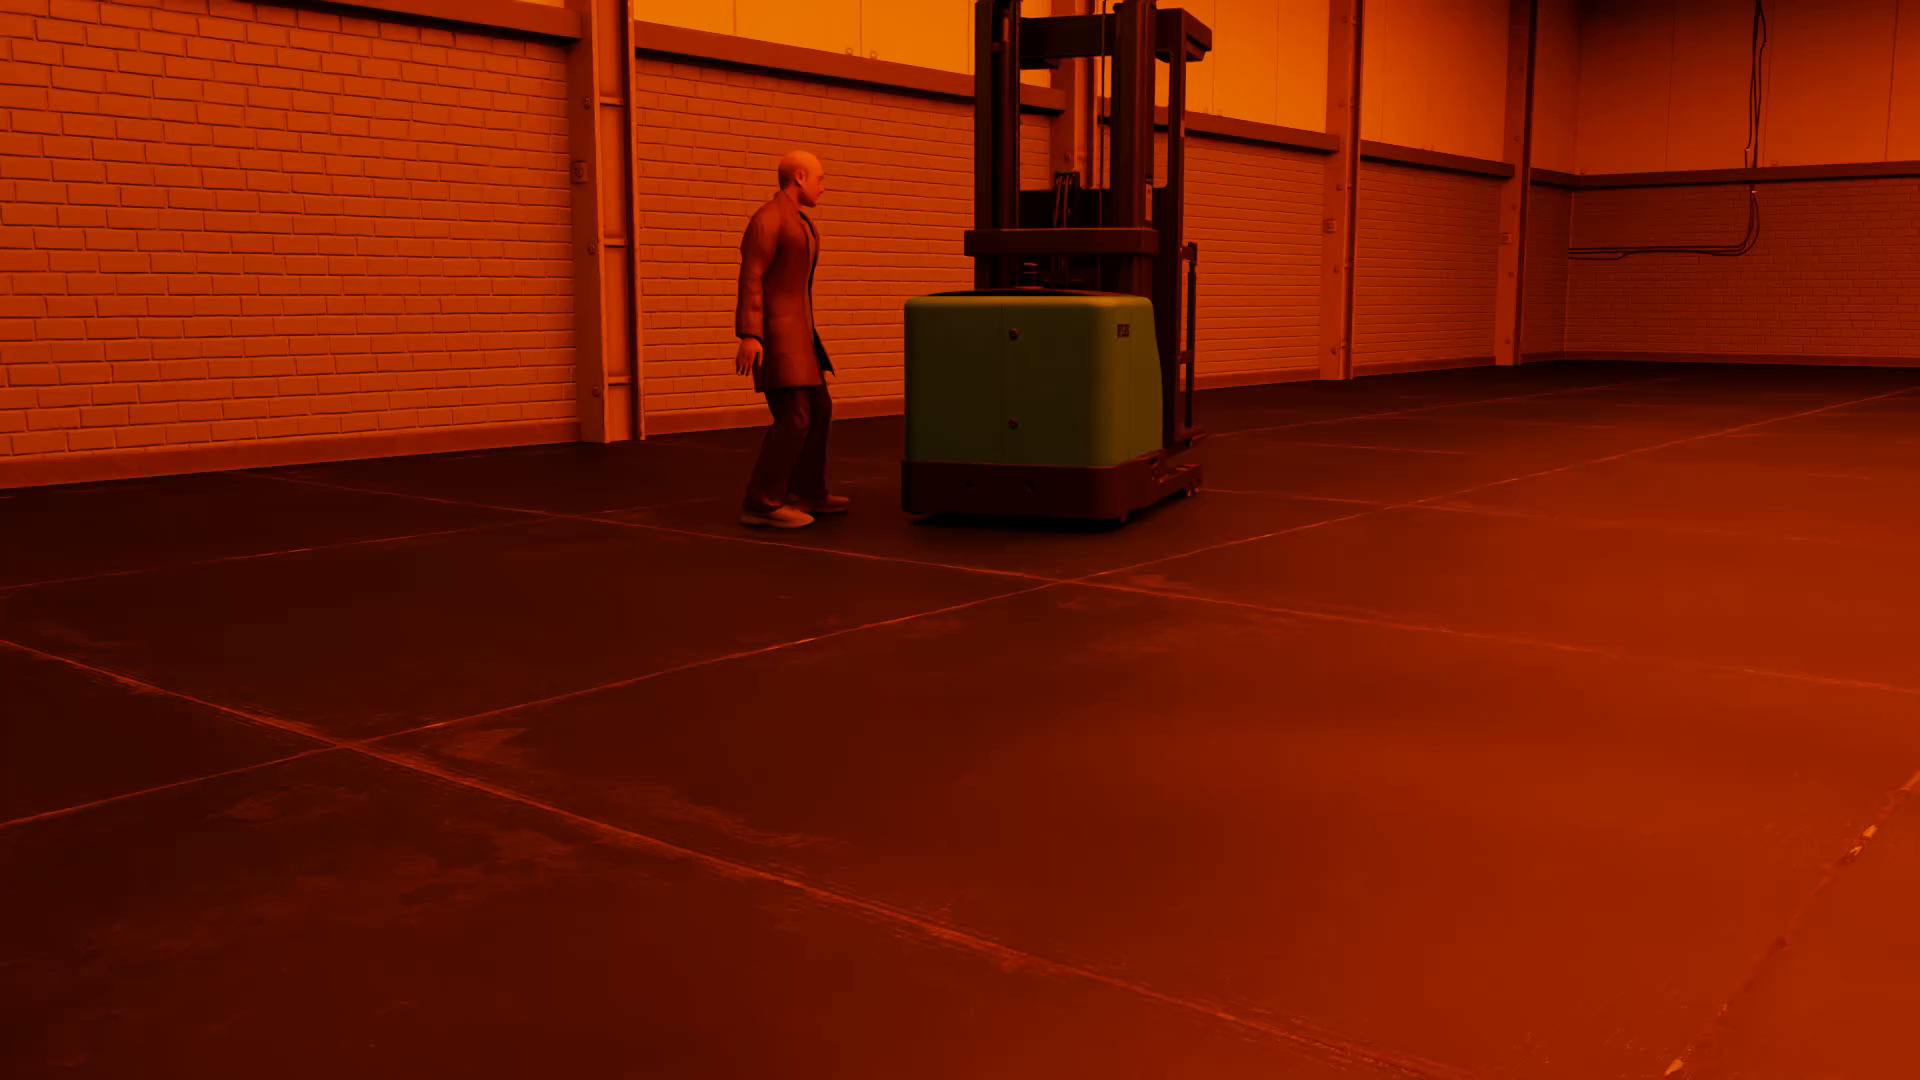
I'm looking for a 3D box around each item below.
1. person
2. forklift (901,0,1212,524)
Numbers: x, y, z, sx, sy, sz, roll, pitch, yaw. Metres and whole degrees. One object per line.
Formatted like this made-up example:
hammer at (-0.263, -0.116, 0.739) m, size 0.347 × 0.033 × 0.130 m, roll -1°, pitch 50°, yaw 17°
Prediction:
person at (-0.819, -0.947, 7.870) m, size 0.426 × 1.750 × 0.899 m, roll 1°, pitch 8°, yaw 8°
forklift at (0.703, -1.697, 8.879) m, size 1.130 × 2.935 × 3.031 m, roll 3°, pitch 9°, yaw 20°
